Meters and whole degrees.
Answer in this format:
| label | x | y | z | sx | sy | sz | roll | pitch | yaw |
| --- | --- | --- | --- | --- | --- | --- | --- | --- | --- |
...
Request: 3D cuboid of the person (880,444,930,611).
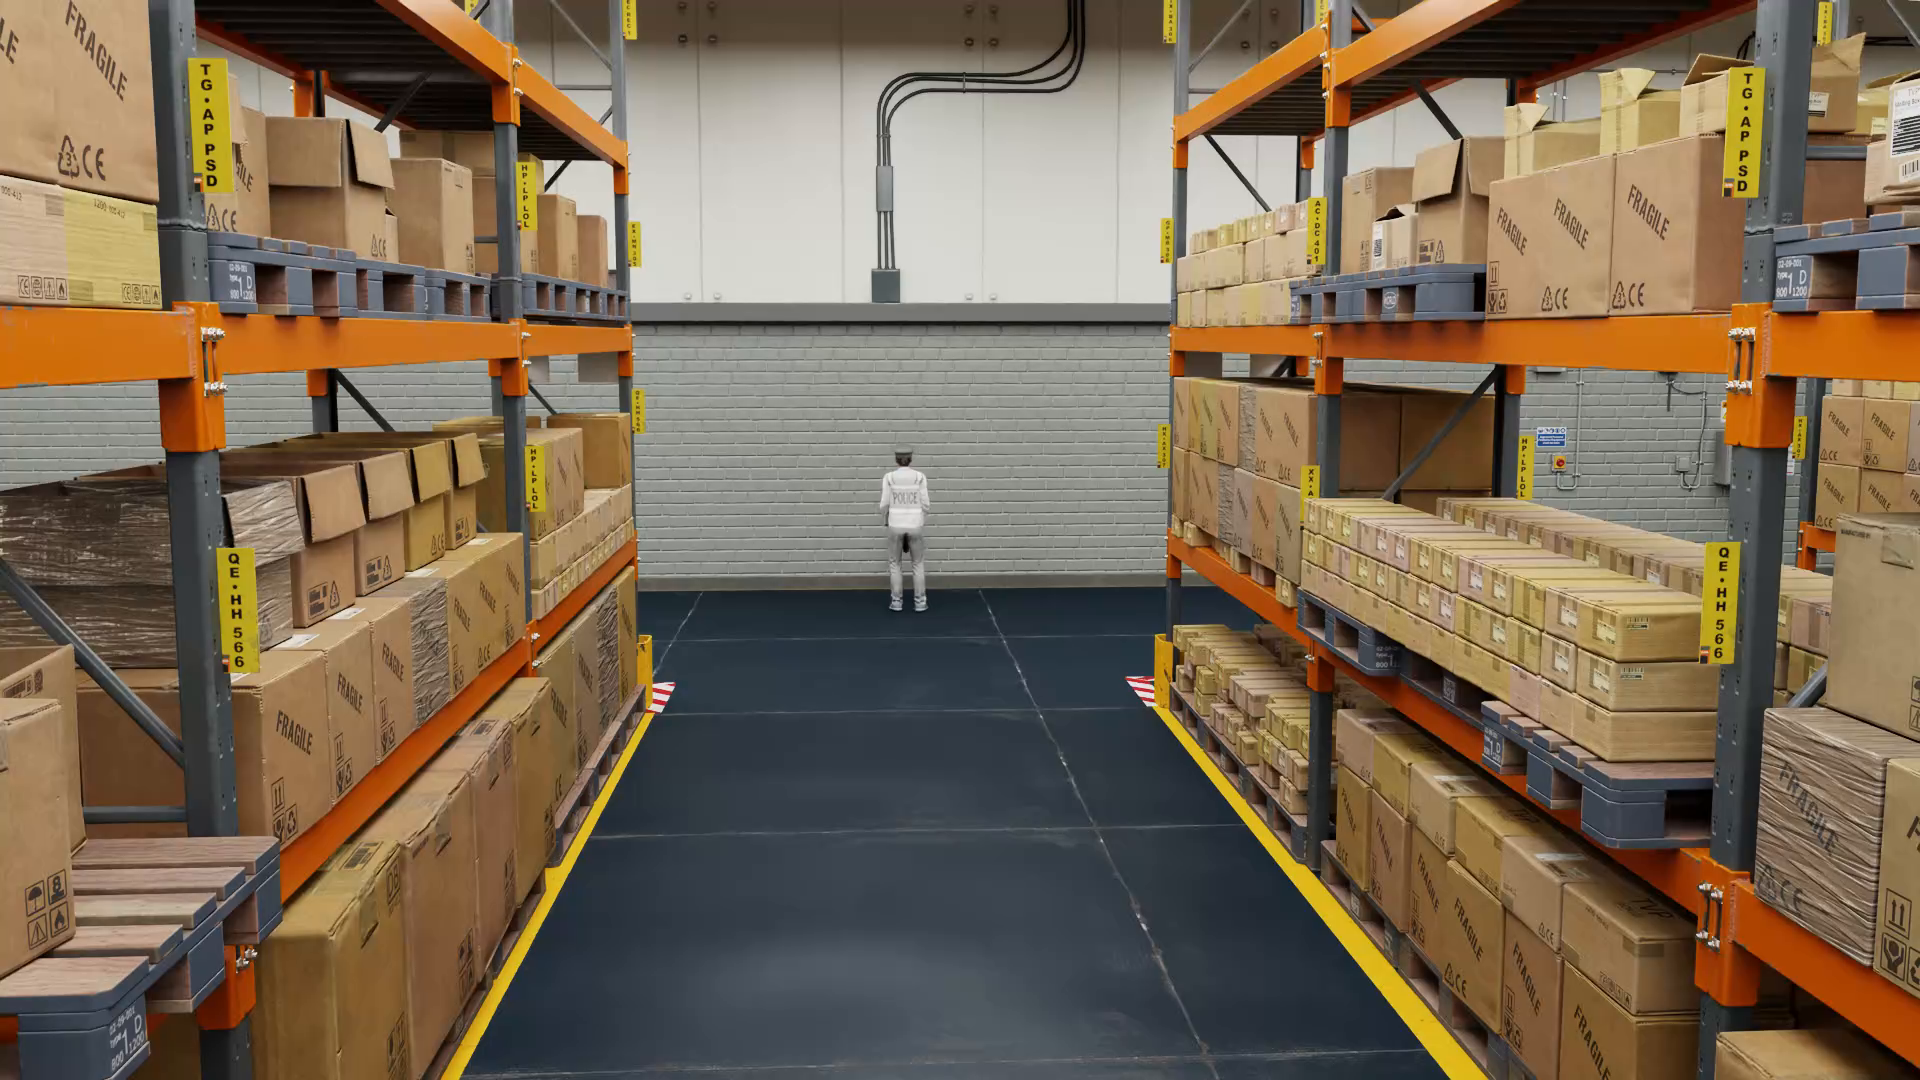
| label | x | y | z | sx | sy | sz | roll | pitch | yaw |
| --- | --- | --- | --- | --- | --- | --- | --- | --- | --- |
| person | -0.554 | -0.121 | 16.658 | 0.502 | 1.680 | 0.410 | -1 | 7 | -5 |
